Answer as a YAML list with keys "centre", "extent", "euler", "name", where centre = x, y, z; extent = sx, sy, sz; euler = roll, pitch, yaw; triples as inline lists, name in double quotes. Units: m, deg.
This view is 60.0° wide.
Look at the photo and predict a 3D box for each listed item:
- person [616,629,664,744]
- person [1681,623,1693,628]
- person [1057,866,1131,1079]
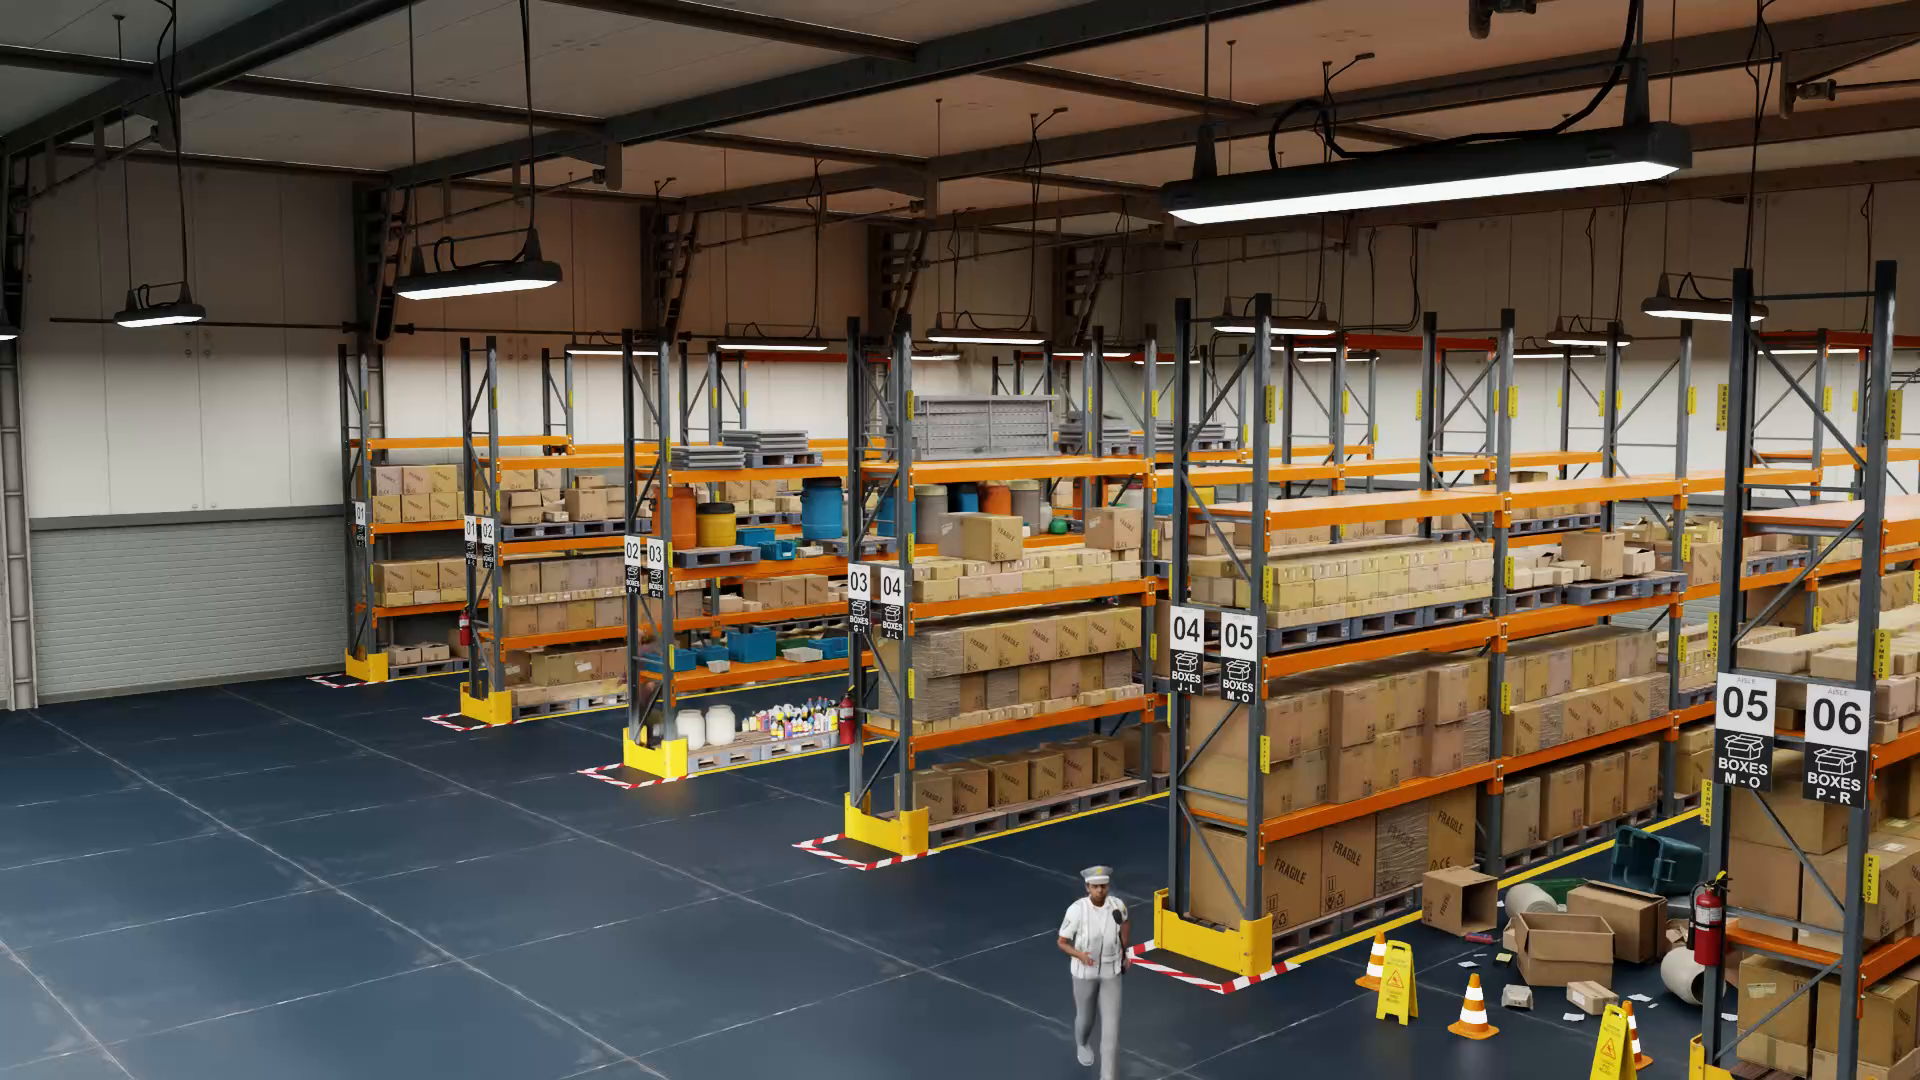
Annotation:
- centre: [-4.615, 2.150, 24.124]
  extent: [0.702, 1.743, 0.738]
  euler: [-4, 7, -39]
  name: "person"
- centre: [11.171, 2.081, 25.423]
  extent: [0.636, 1.661, 0.864]
  euler: [5, 7, 45]
  name: "person"
- centre: [1.000, 3.208, 12.256]
  extent: [0.582, 1.704, 0.940]
  euler: [0, 5, -4]
  name: "person"
